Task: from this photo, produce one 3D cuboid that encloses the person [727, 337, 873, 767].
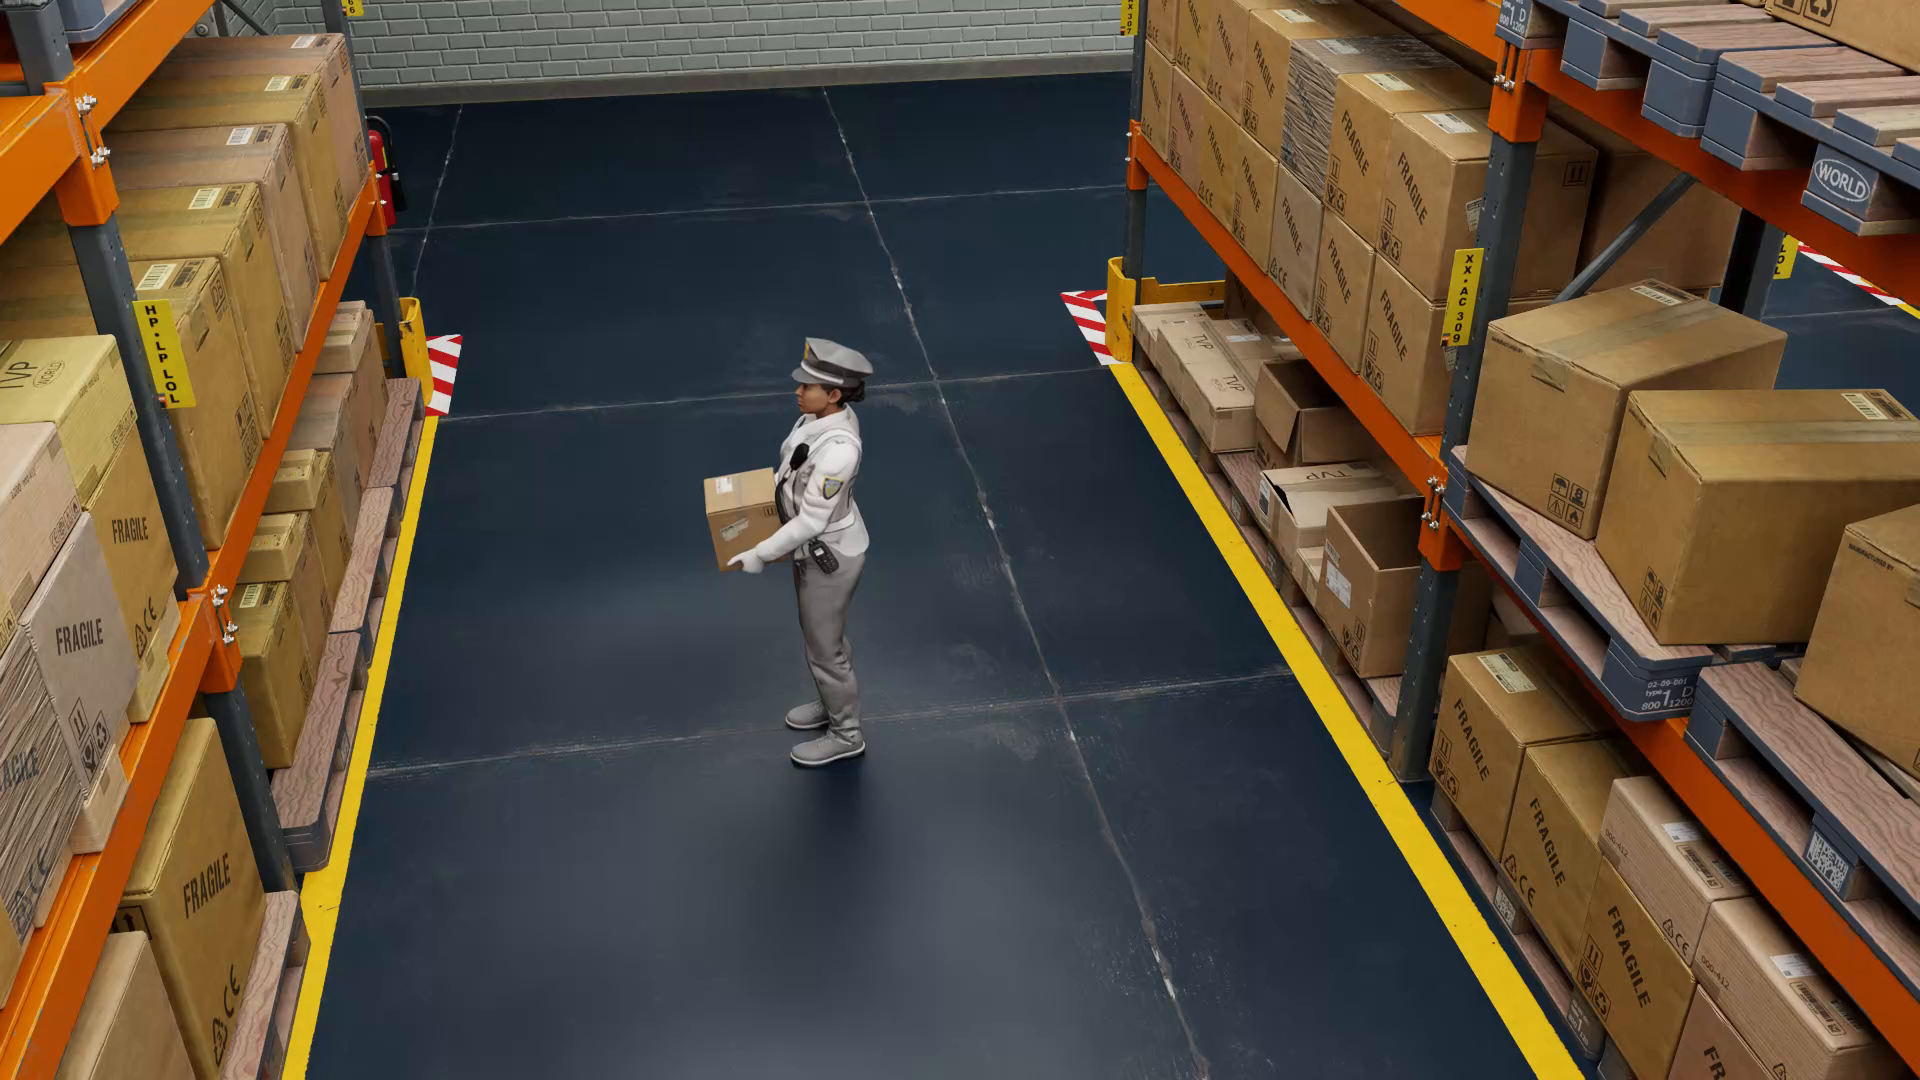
[{"bbox_3d":[-0.570,0.050,6.027,0.547,1.689,0.459,-5,31,-8],"label":"person"}]
